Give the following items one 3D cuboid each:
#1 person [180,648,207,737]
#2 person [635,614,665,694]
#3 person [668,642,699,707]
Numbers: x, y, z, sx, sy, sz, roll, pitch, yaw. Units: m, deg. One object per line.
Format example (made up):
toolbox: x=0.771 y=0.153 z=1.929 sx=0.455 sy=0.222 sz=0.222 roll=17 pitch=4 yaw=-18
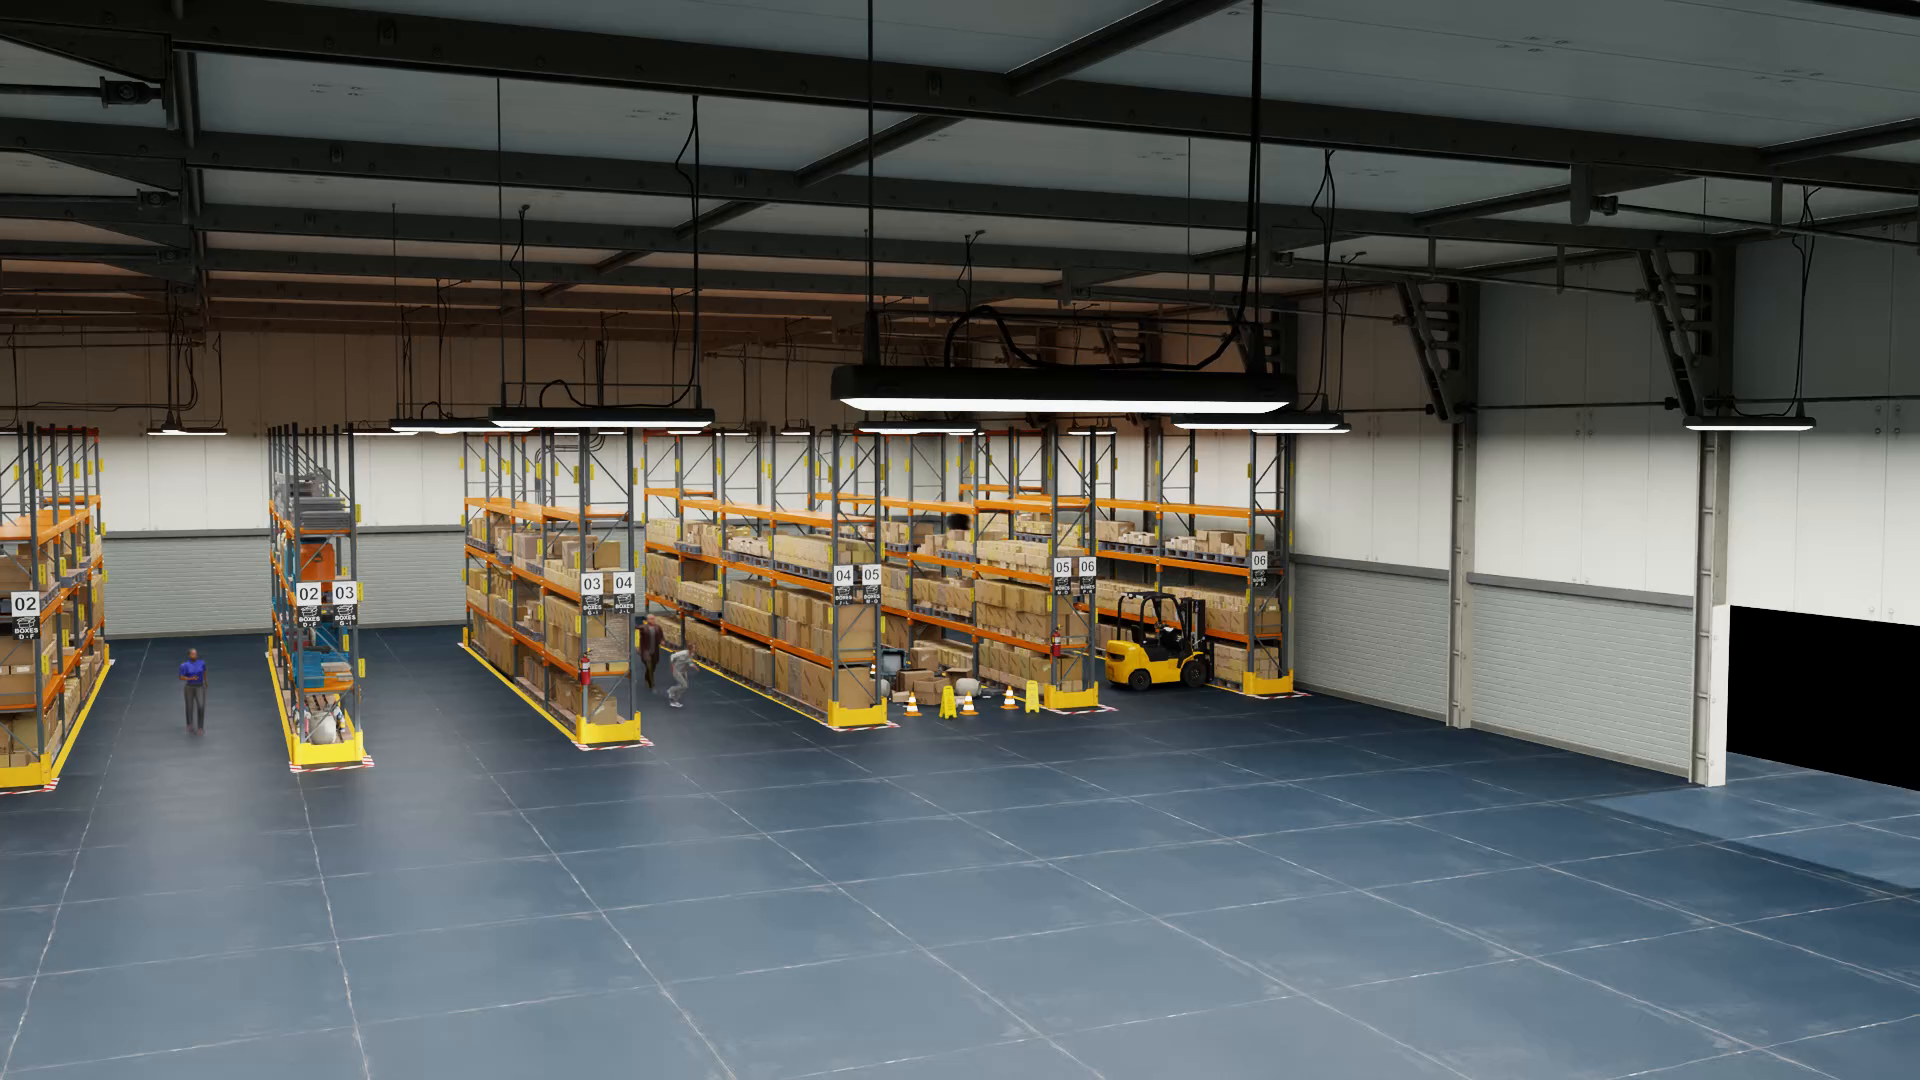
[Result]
person: x=-14.790 y=2.934 z=32.104 sx=0.518 sy=1.715 sz=0.847 roll=-2 pitch=4 yaw=-32
person: x=-7.036 y=2.540 z=37.621 sx=0.687 sy=1.780 sz=1.053 roll=-2 pitch=4 yaw=-29
person: x=-5.912 y=2.860 z=35.316 sx=0.756 sy=1.425 sz=0.565 roll=2 pitch=4 yaw=28
